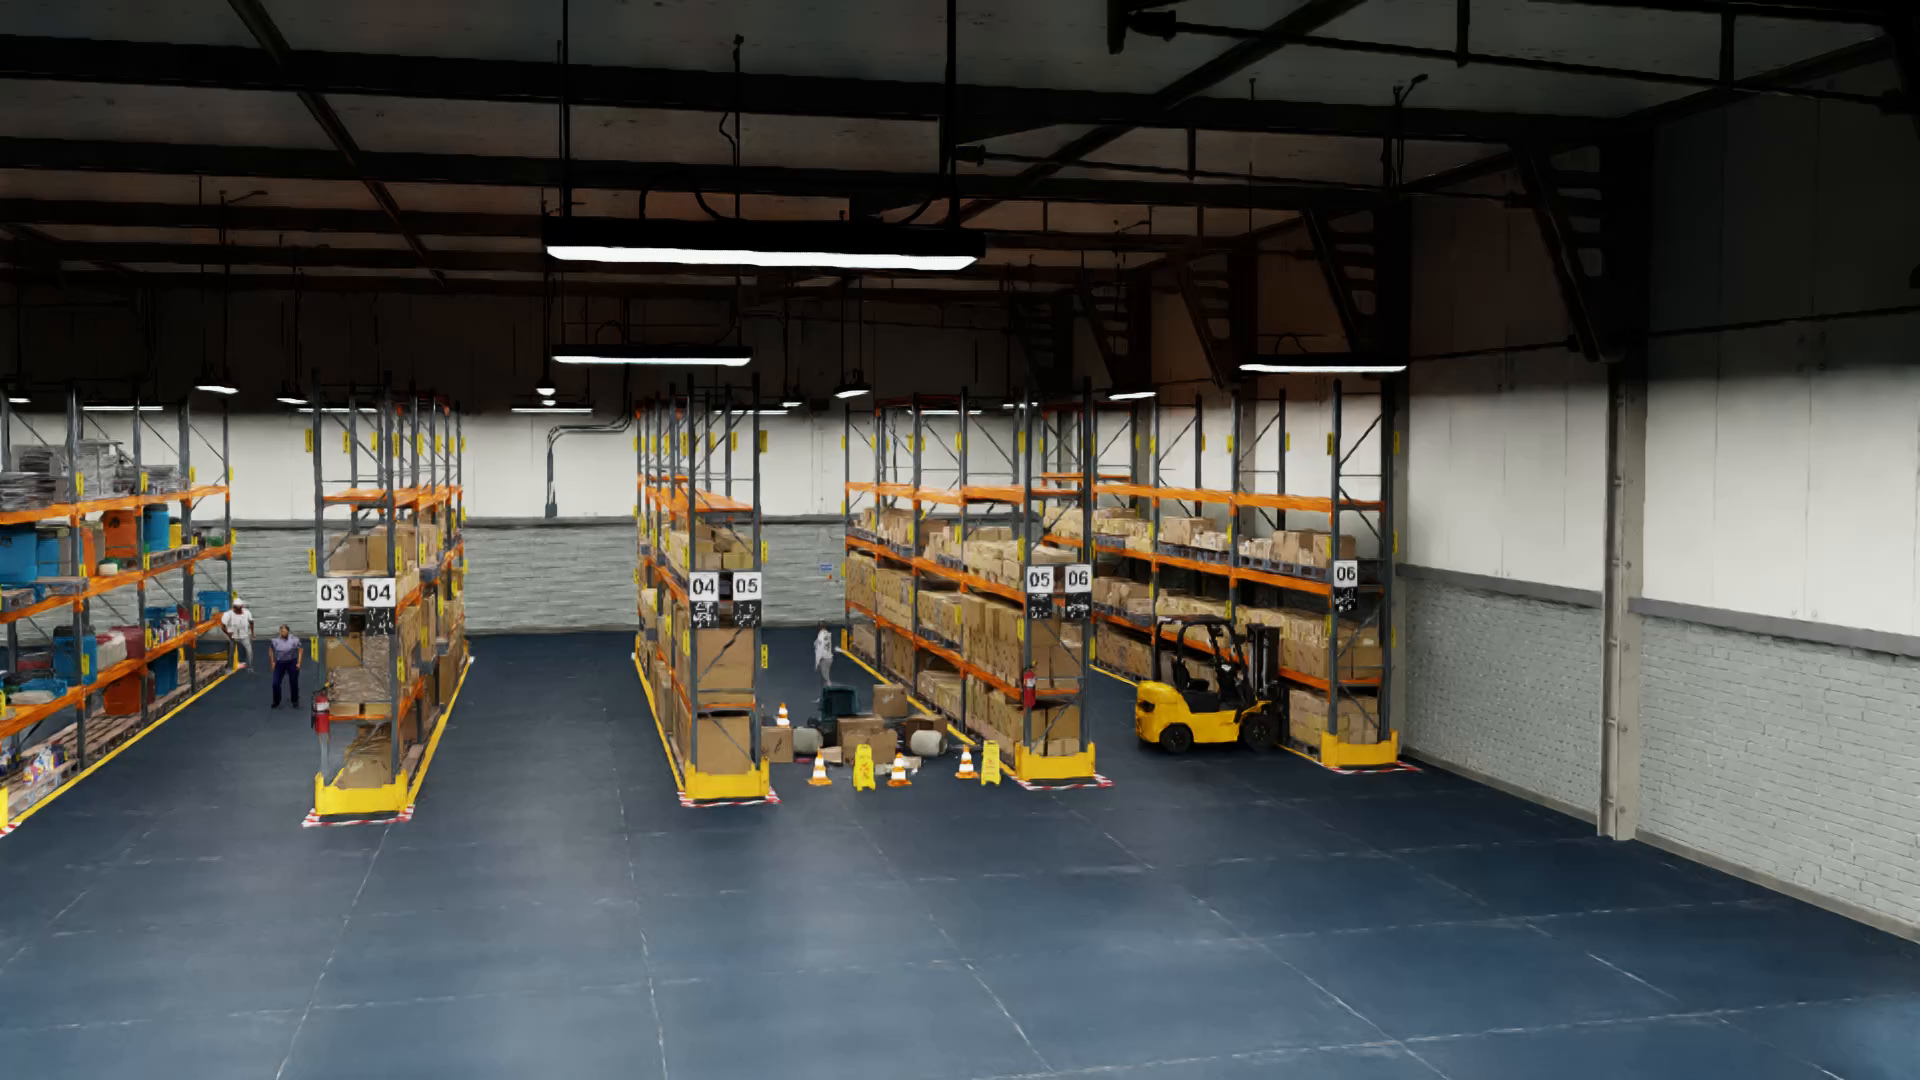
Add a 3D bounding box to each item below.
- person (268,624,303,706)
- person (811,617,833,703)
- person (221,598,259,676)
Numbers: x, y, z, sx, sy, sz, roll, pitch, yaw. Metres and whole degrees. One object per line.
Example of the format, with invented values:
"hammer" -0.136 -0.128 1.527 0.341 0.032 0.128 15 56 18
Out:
"person" -12.847 2.383 31.695 0.625 1.596 0.517 -1 3 -16
"person" -2.626 2.320 31.815 0.515 1.672 0.560 1 3 15
"person" -15.558 2.079 35.838 0.708 1.701 0.843 -2 4 -30
